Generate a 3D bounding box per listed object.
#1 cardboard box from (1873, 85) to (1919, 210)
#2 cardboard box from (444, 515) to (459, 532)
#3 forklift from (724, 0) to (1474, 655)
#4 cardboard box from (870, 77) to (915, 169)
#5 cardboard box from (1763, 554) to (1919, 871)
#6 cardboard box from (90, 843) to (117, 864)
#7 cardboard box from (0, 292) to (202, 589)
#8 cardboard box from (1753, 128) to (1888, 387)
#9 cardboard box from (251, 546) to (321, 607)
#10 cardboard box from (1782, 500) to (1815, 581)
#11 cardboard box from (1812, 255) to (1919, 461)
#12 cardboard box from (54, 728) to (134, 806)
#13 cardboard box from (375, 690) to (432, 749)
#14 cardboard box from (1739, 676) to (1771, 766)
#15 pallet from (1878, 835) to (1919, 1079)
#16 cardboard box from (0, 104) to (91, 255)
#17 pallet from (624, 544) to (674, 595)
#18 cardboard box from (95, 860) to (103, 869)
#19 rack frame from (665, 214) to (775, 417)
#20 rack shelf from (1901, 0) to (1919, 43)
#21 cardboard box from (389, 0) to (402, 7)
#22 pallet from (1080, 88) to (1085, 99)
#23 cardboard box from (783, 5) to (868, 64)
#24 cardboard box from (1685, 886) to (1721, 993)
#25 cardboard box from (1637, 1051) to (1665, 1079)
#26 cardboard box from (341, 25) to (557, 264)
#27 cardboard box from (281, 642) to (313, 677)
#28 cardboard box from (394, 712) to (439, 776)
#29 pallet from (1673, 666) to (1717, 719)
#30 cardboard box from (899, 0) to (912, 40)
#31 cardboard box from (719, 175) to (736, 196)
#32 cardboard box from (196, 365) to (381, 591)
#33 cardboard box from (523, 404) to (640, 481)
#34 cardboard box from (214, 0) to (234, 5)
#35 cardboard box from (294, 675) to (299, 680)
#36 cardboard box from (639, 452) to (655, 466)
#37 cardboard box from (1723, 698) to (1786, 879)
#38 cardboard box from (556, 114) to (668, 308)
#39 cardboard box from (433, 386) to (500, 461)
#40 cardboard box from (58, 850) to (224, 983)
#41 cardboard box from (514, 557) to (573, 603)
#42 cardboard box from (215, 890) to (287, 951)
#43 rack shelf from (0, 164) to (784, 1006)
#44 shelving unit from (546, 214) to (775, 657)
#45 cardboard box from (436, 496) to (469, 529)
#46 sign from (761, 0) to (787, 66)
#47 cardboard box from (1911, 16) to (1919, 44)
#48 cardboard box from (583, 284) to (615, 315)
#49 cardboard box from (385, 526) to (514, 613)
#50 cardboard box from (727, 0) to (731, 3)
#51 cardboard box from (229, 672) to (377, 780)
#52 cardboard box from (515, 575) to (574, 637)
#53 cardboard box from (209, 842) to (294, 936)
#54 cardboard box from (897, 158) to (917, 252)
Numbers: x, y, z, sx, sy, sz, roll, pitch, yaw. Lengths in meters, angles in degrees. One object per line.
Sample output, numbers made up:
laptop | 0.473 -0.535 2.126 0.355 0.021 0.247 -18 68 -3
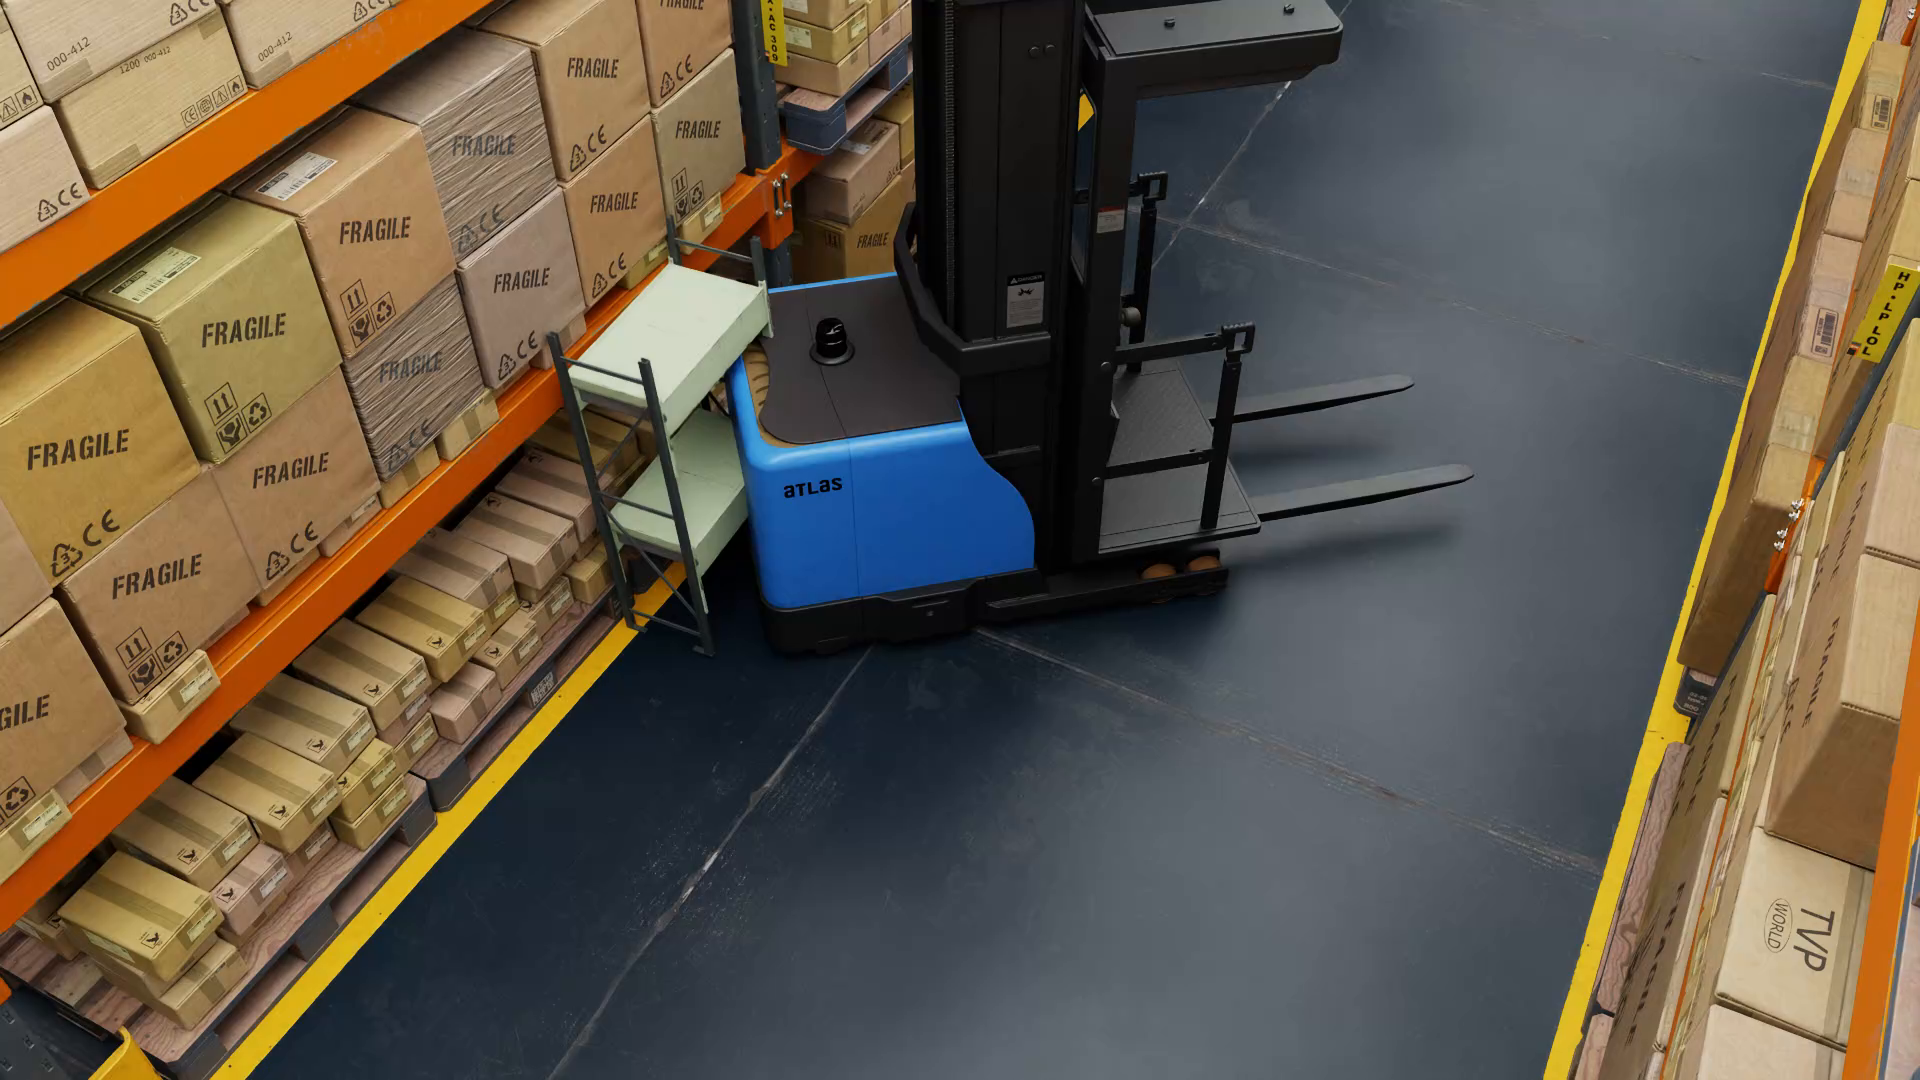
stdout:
cardboard box | 3.845 -1.474 6.308 0.500 0.500 0.500 21 49 19
cardboard box | -2.206 -0.101 6.521 0.380 0.149 0.250 20 49 19
forklift | 0.612 -1.132 6.088 3.031 2.935 1.130 -9 46 -9
cardboard box | -0.363 -2.048 7.880 0.500 0.250 0.500 22 49 20
cardboard box | 2.239 0.440 3.856 0.500 0.500 0.500 19 48 18
cardboard box | -2.881 0.896 5.536 0.380 0.149 0.250 19 48 18
cardboard box | -2.370 -0.287 4.222 0.500 0.500 0.500 22 49 20
cardboard box | 4.258 -1.033 7.141 1.225 0.875 0.875 21 49 19
cardboard box | -2.201 0.015 5.083 0.380 0.149 0.250 20 49 19
cardboard box | 2.729 0.065 5.033 0.380 0.149 0.250 21 49 19
cardboard box | 3.136 -0.519 5.364 0.500 0.500 0.500 21 49 19
cardboard box | -2.520 0.538 4.566 0.380 0.149 0.250 22 49 20
cardboard box | -2.105 0.562 5.865 0.380 0.149 0.250 18 48 17
cardboard box | 2.365 0.563 4.541 0.380 0.149 0.250 19 48 18
pallet | 1.639 0.926 1.959 1.003 0.211 1.213 20 49 19
cardboard box | -2.359 -0.811 3.719 0.500 0.250 0.500 22 49 20
pallet | -1.466 -0.386 7.263 1.003 0.211 1.213 20 49 19
cardboard box | -2.953 0.978 5.664 0.380 0.149 0.250 22 49 20
rack frame | -0.870 -0.607 6.530 0.400 1.500 0.023 17 49 19
rack shelf | 5.946 -3.626 9.011 1.077 0.370 4.000 20 49 19
cardboard box | -1.651 -1.773 4.670 0.500 0.250 0.500 20 49 19
pallet | 0.308 -2.848 9.697 1.003 0.211 1.213 20 49 19
cardboard box | -0.595 -2.061 6.630 0.380 0.149 0.250 21 49 20
cardboard box | 2.007 1.048 4.062 0.380 0.149 0.250 19 48 18
cardboard box | 1.953 2.017 4.126 0.875 0.875 0.875 20 49 19
cardboard box | -1.649 -1.261 5.185 0.500 0.500 0.500 22 49 20
cardboard box | -2.581 0.384 6.041 0.380 0.149 0.250 21 49 20
cardboard box | -2.107 0.682 5.956 0.380 0.149 0.250 21 49 19
pallet | 3.452 0.370 6.516 1.003 0.211 1.213 20 49 19
cardboard box | -0.352 -2.289 7.065 0.380 0.149 0.250 21 49 19
cardboard box | -1.110 -1.455 6.536 0.380 0.149 0.250 20 49 19
cardboard box | -2.124 -0.262 4.901 0.500 0.500 0.500 21 49 20
cardboard box | -1.502 -0.374 6.582 0.380 0.149 0.250 22 49 20
cardboard box | -1.888 -1.612 4.159 0.500 0.250 0.500 19 48 18
cardboard box | -2.588 0.499 6.137 0.380 0.149 0.250 18 48 17
cardboard box | -1.273 -0.398 6.814 0.380 0.149 0.250 19 48 18
cardboard box | 2.240 0.698 4.127 0.500 0.250 0.500 22 49 20
cardboard box | -1.402 -1.216 5.843 0.500 0.500 0.500 19 48 18
cardboard box | -1.773 -0.446 5.539 0.380 0.149 0.250 21 49 20
cardboard box | -2.498 1.147 5.078 0.380 0.149 0.250 18 48 17
cardboard box | -1.720 0.057 6.365 0.380 0.149 0.250 18 48 17
cardboard box | -2.466 1.157 5.486 0.380 0.149 0.250 20 49 19
rack shelf | -2.114 -0.288 5.711 1.077 0.370 4.000 20 49 19
shelving unit | -1.025 -0.365 6.304 0.431 1.500 0.755 17 49 19
cardboard box | -2.127 -0.173 6.383 0.380 0.149 0.250 19 48 17
sign | -0.701 -1.931 6.220 0.100 0.325 0.005 20 49 19
cardboard box | 4.551 -2.438 7.260 0.500 0.500 0.500 22 49 20
cardboard box | -1.491 -0.968 6.055 0.380 0.149 0.250 19 48 18
cardboard box | -1.873 0.121 6.092 0.380 0.149 0.250 21 49 19
cardboard box | -1.175 -2.280 6.847 0.380 0.149 0.250 22 49 20
cardboard box | -2.204 0.633 5.586 0.380 0.149 0.250 18 48 17
cardboard box | -1.727 0.208 6.425 0.380 0.149 0.250 21 49 20
cardboard box | -2.394 1.070 5.363 0.380 0.149 0.250 20 49 19
cardboard box | -0.363 -1.781 8.144 0.500 0.500 0.500 23 50 21
